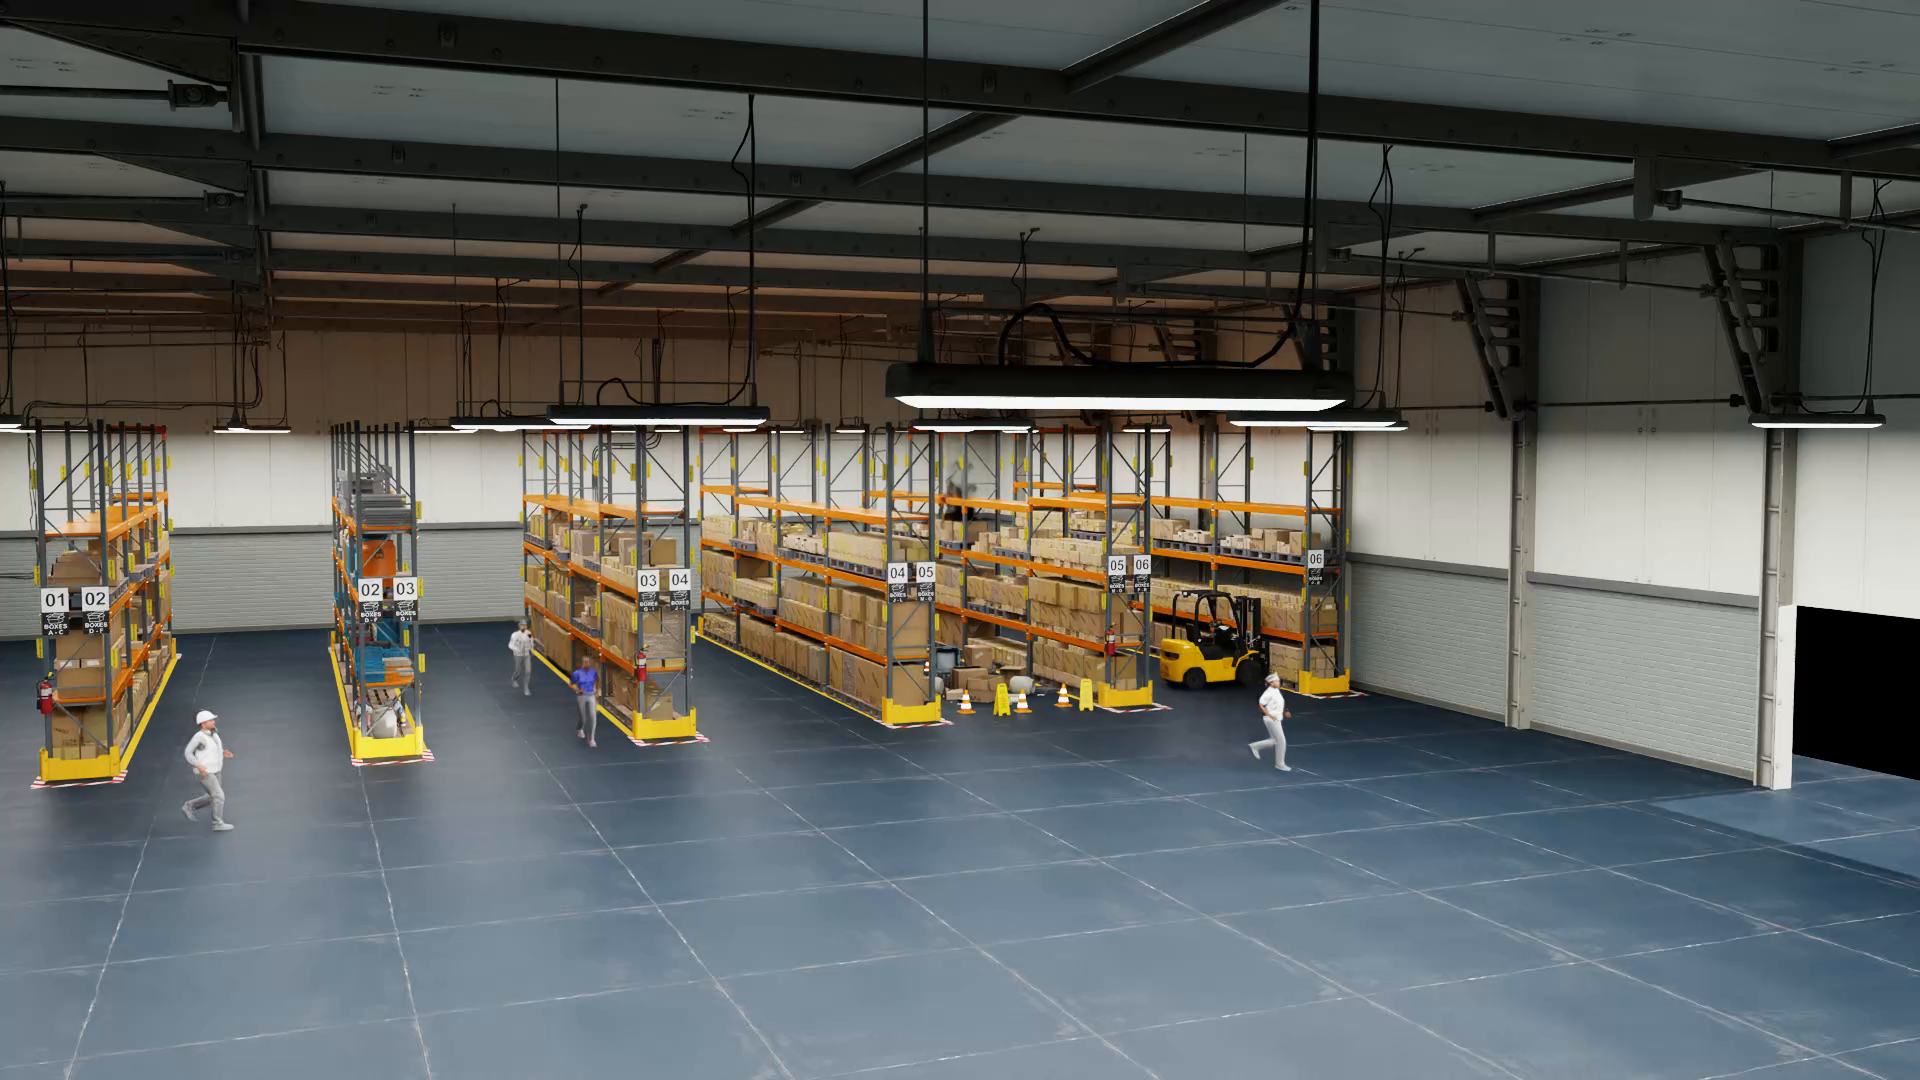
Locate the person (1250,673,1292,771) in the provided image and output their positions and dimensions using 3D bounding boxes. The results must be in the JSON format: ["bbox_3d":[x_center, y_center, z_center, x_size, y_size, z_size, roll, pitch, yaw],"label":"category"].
[{"bbox_3d":[5.342,3.113,28.621,0.760,1.686,0.577,2,4,26],"label":"person"}]

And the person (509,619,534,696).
[{"bbox_3d":[-9.738,2.577,36.957,0.600,1.675,0.892,-2,4,-32],"label":"person"}]

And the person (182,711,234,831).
[{"bbox_3d":[-10.930,3.341,24.068,0.782,1.744,0.660,0,4,2],"label":"person"}]

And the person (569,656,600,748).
[{"bbox_3d":[-6.965,2.990,30.910,0.616,1.643,0.847,-2,4,-27],"label":"person"}]
